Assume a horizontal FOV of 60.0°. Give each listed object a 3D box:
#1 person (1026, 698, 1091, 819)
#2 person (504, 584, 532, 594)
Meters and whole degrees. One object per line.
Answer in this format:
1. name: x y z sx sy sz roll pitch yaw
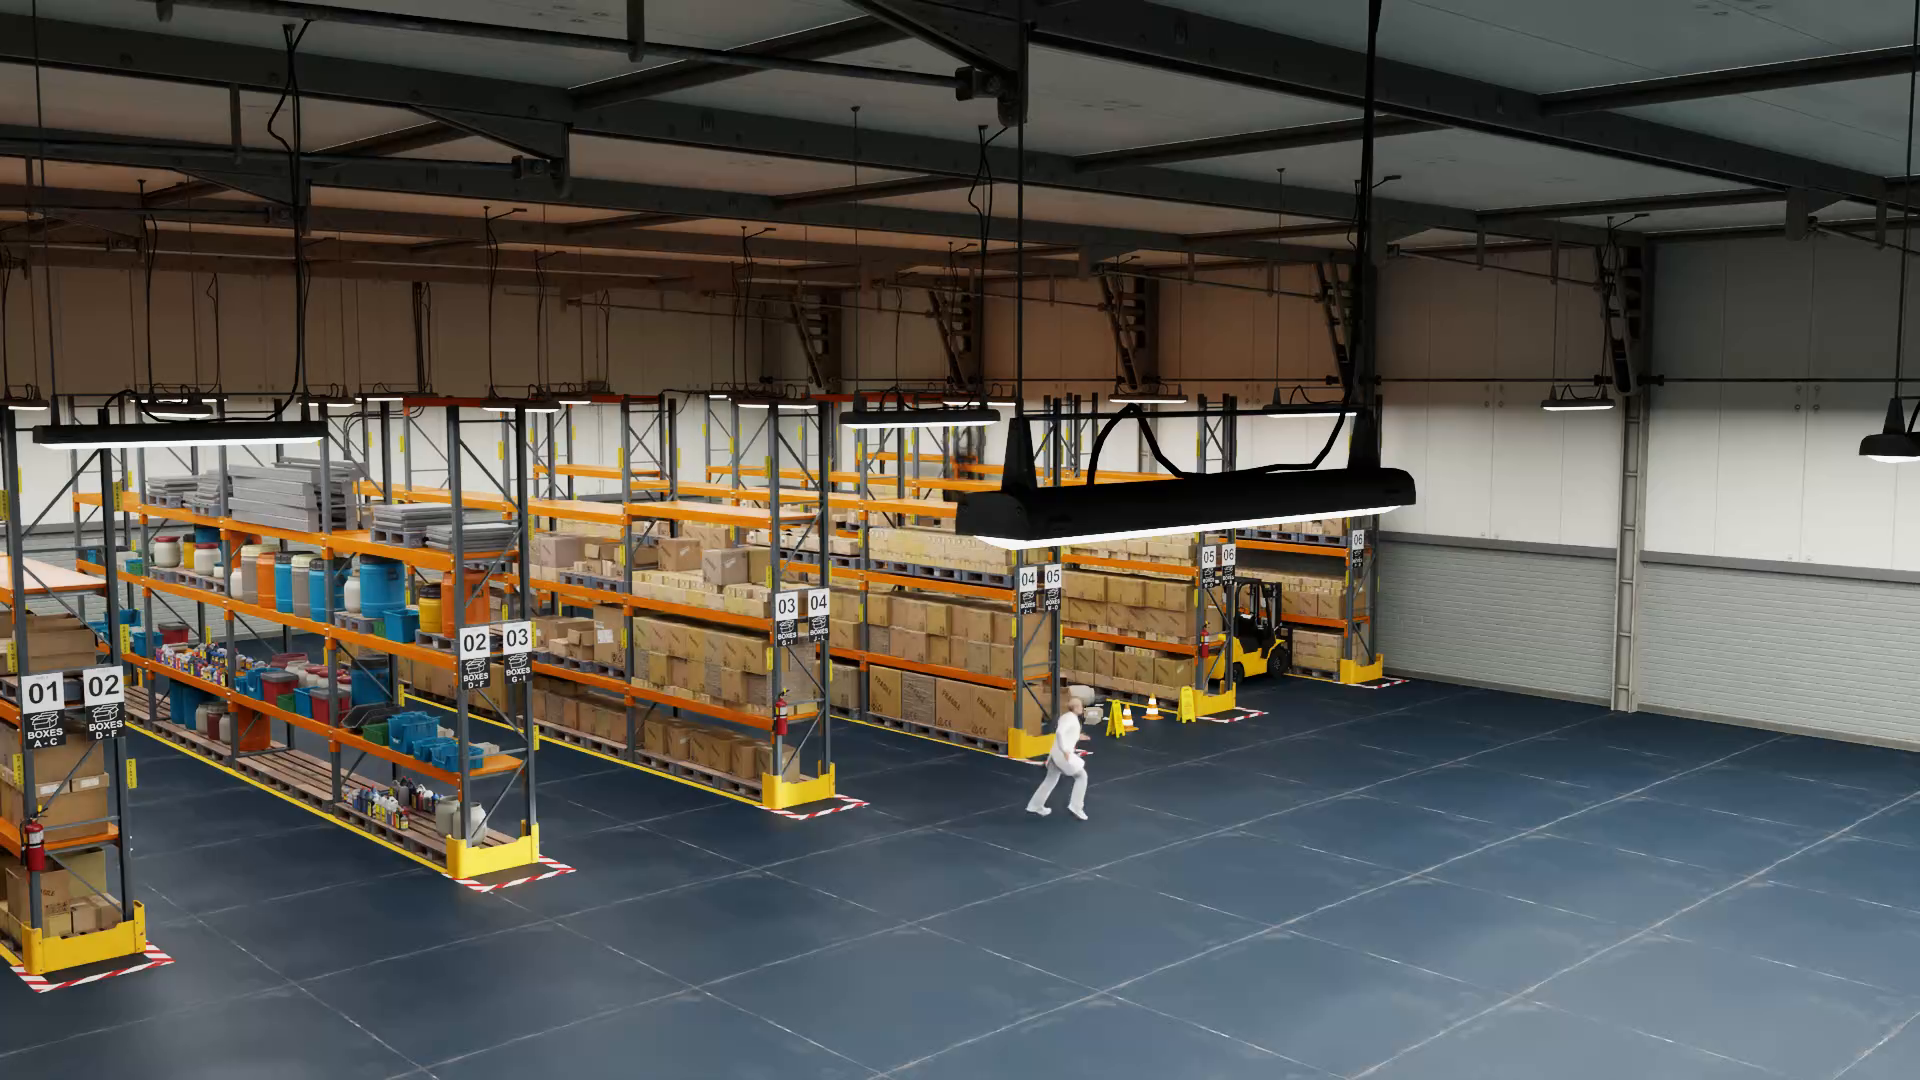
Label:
1. person: 1.451 3.171 23.955 0.985 1.785 0.725 -1 6 -11
2. person: -10.719 1.600 39.928 0.719 1.723 0.581 2 6 19
